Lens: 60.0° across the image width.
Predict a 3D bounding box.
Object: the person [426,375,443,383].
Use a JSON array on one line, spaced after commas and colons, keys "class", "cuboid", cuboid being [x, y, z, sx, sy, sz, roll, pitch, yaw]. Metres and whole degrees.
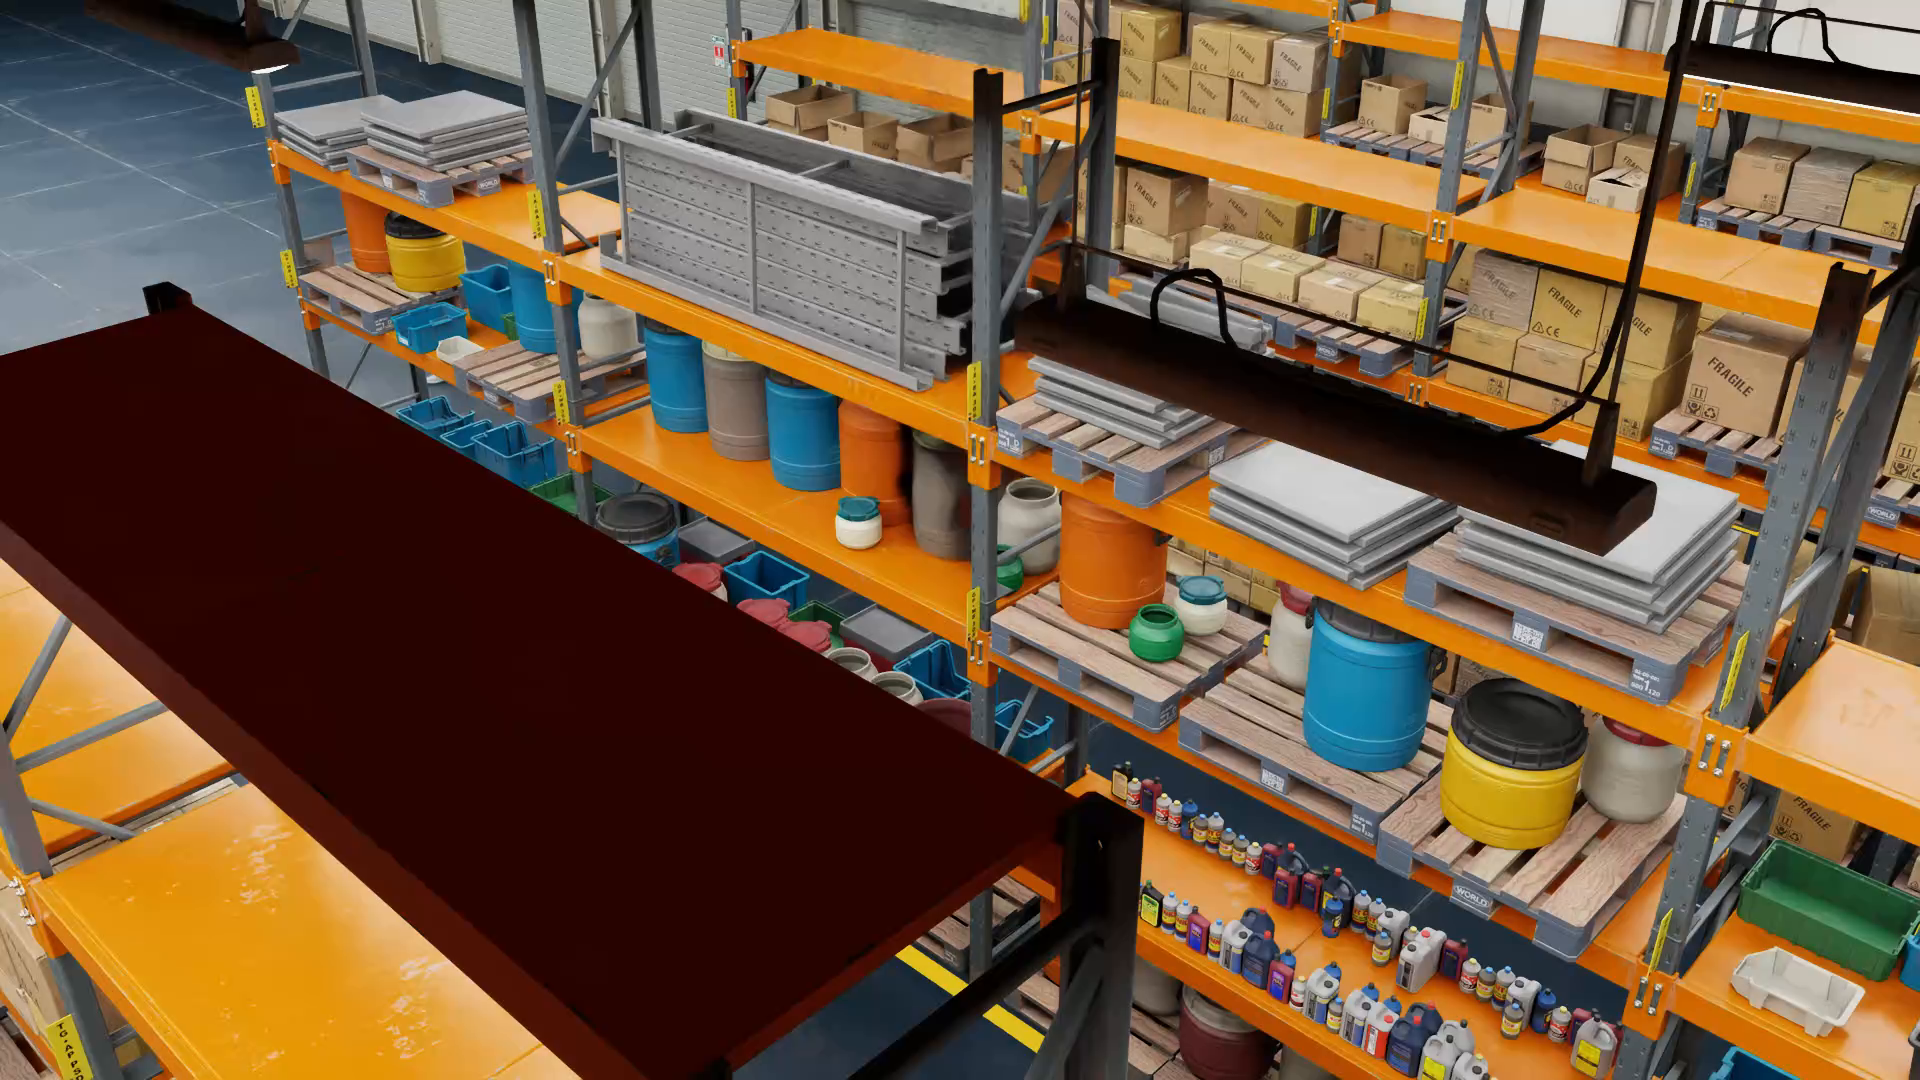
[{"class": "person", "cuboid": [-6.012, -2.640, 19.162, 0.653, 1.724, 0.707, -15, 33, -25]}]
